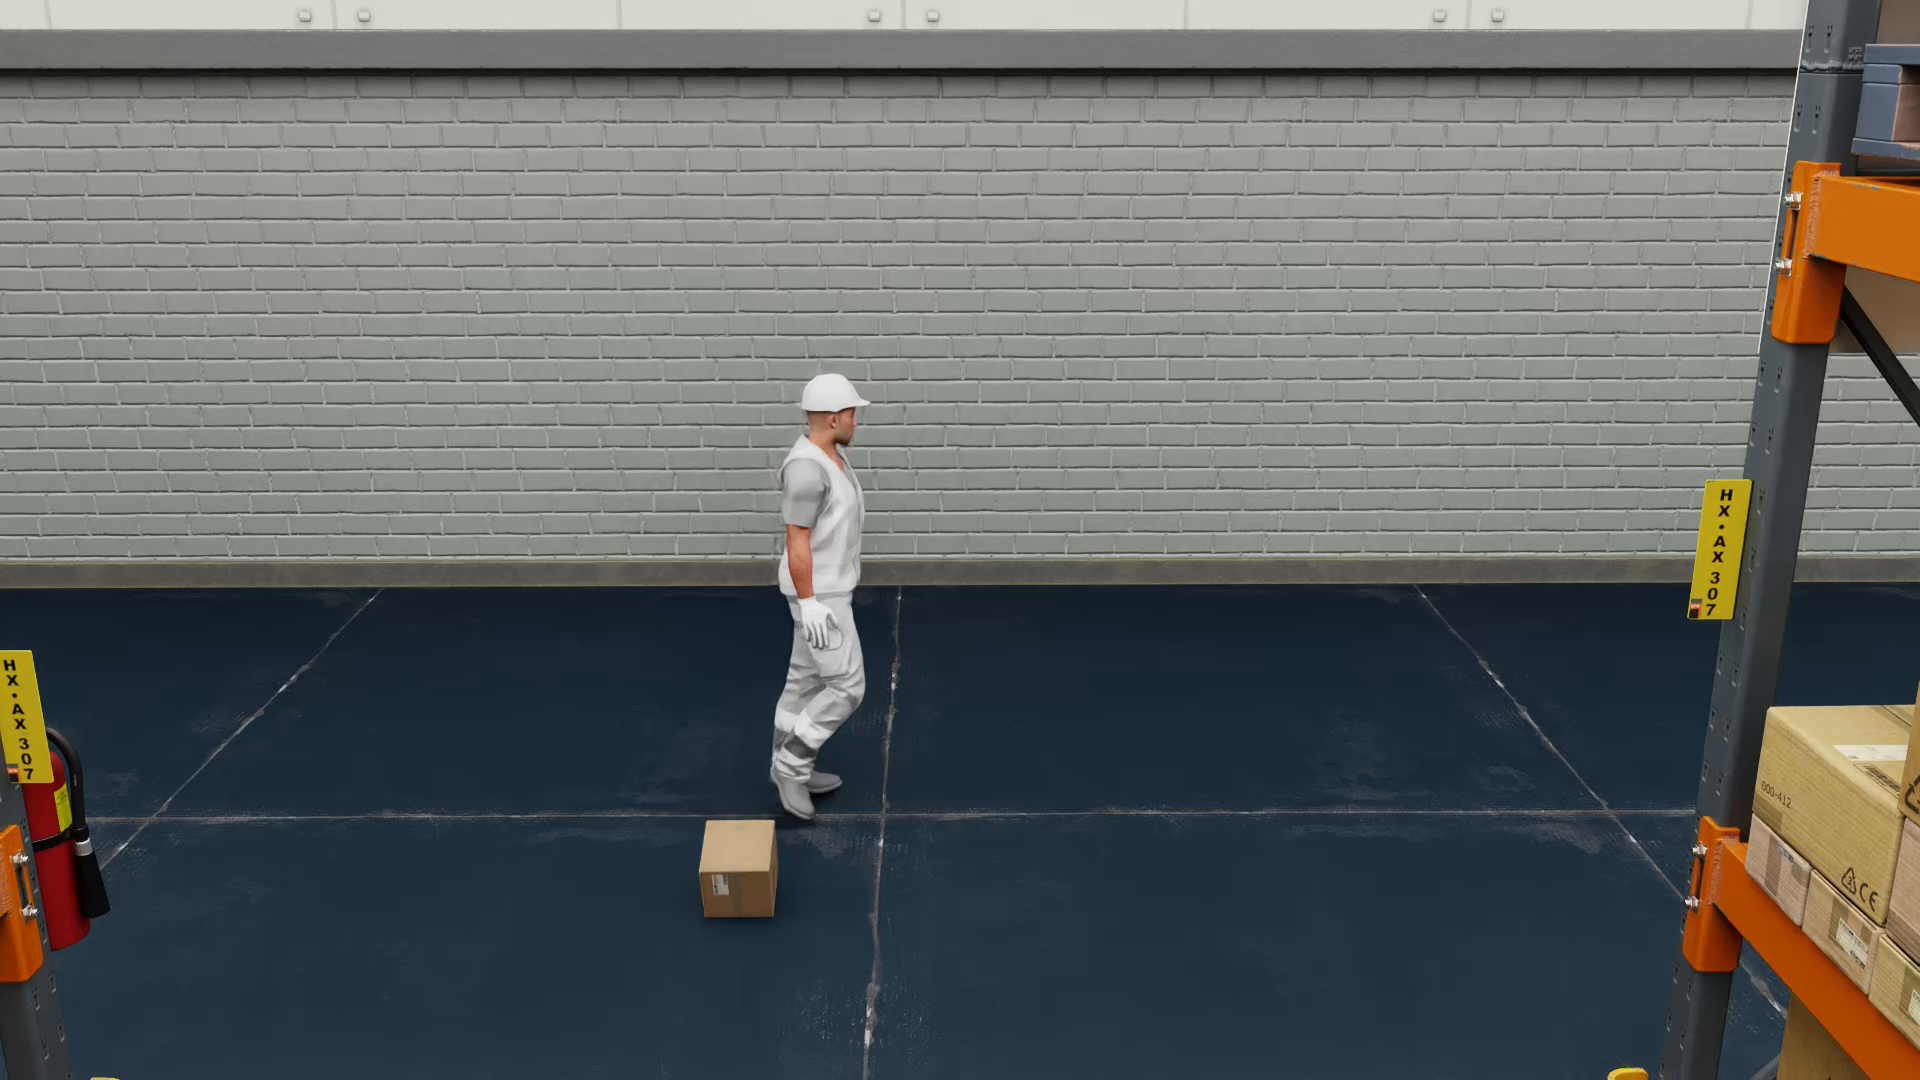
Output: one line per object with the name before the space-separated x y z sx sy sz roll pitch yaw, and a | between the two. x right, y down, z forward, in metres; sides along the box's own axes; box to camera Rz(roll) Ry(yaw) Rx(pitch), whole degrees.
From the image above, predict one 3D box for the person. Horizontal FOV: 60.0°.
person | -0.583 0.211 6.744 0.451 1.772 0.658 2 17 7
